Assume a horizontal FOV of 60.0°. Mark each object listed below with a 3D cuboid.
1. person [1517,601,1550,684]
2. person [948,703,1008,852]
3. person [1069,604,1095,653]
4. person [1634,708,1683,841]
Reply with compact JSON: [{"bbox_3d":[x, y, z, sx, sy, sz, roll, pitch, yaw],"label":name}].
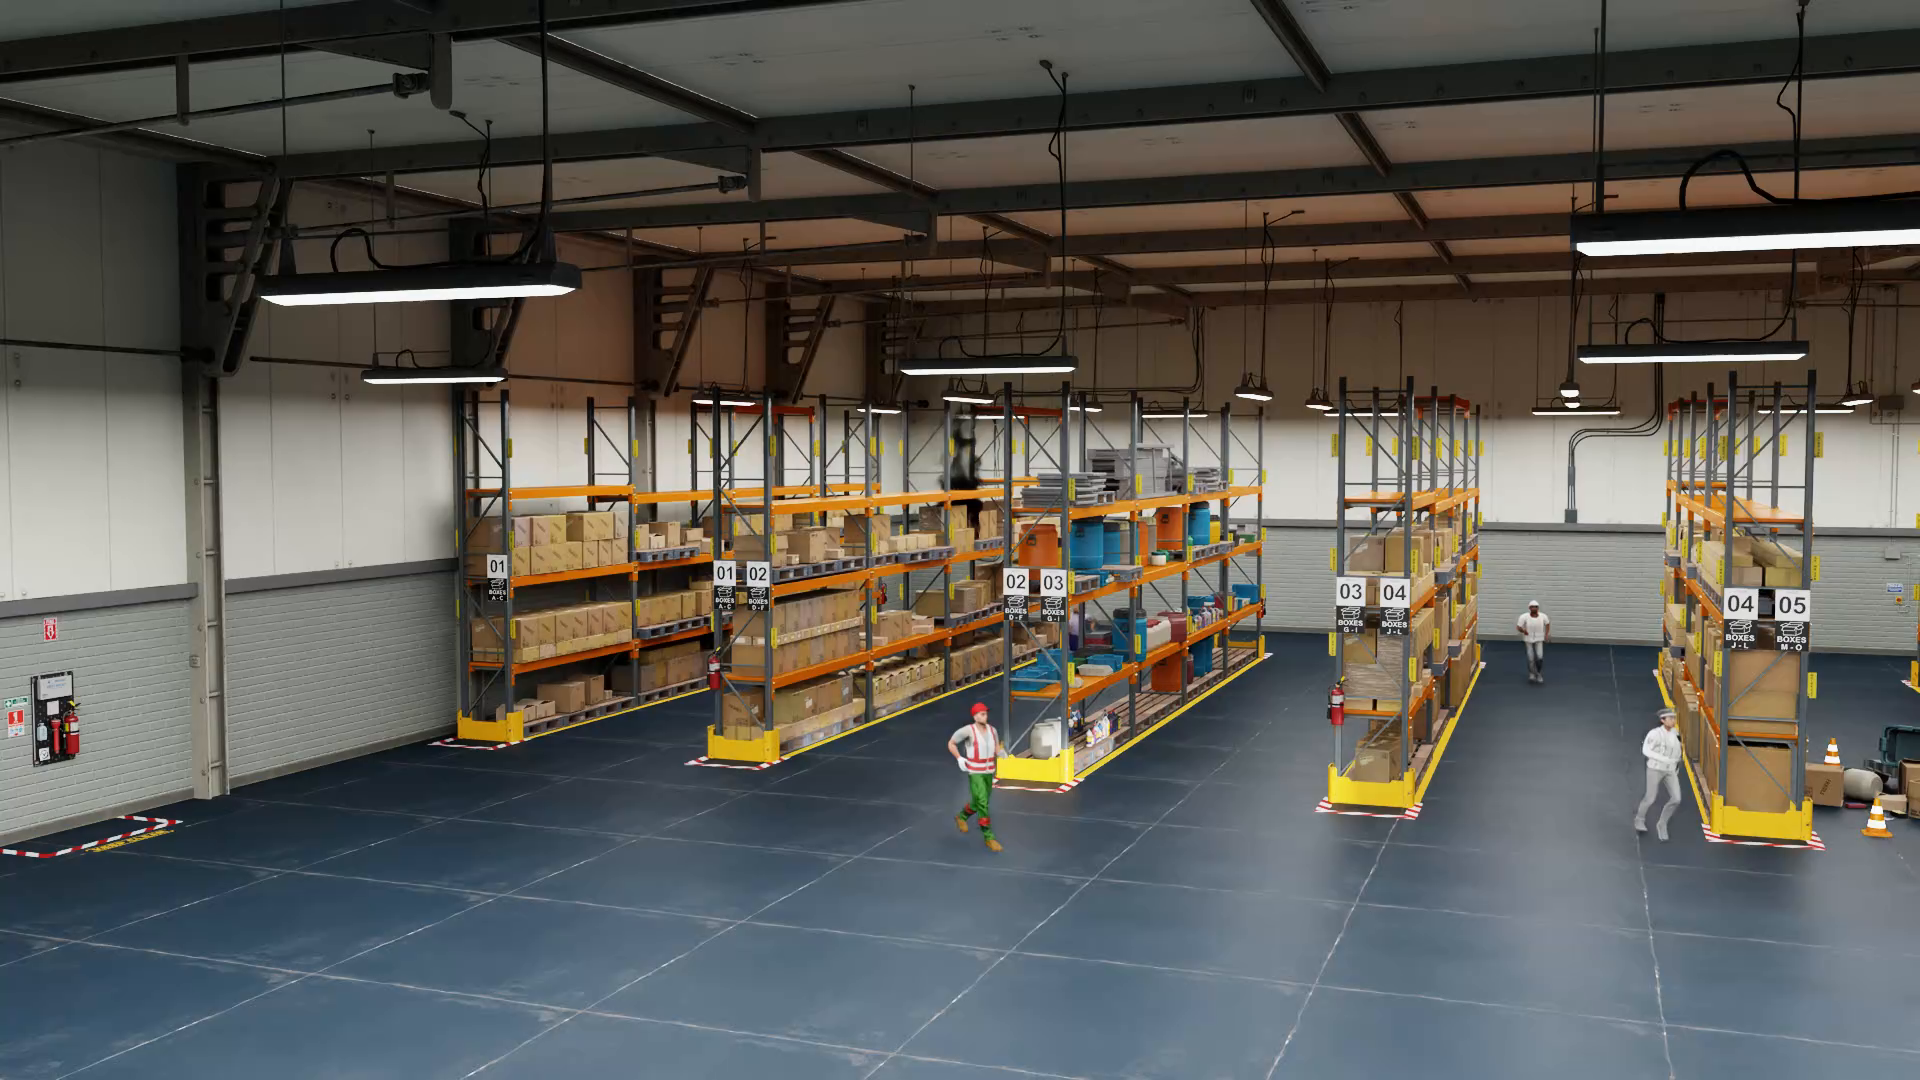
[{"bbox_3d":[12.247,2.180,35.517,0.684,1.780,0.705,1,3,16],"label":"person"},{"bbox_3d":[0.239,2.941,20.939,0.654,1.796,0.994,-3,4,-39],"label":"person"},{"bbox_3d":[2.351,2.089,33.313,0.576,1.760,0.695,1,3,22],"label":"person"},{"bbox_3d":[9.051,2.997,21.391,0.637,1.716,0.688,0,3,-8],"label":"person"}]
